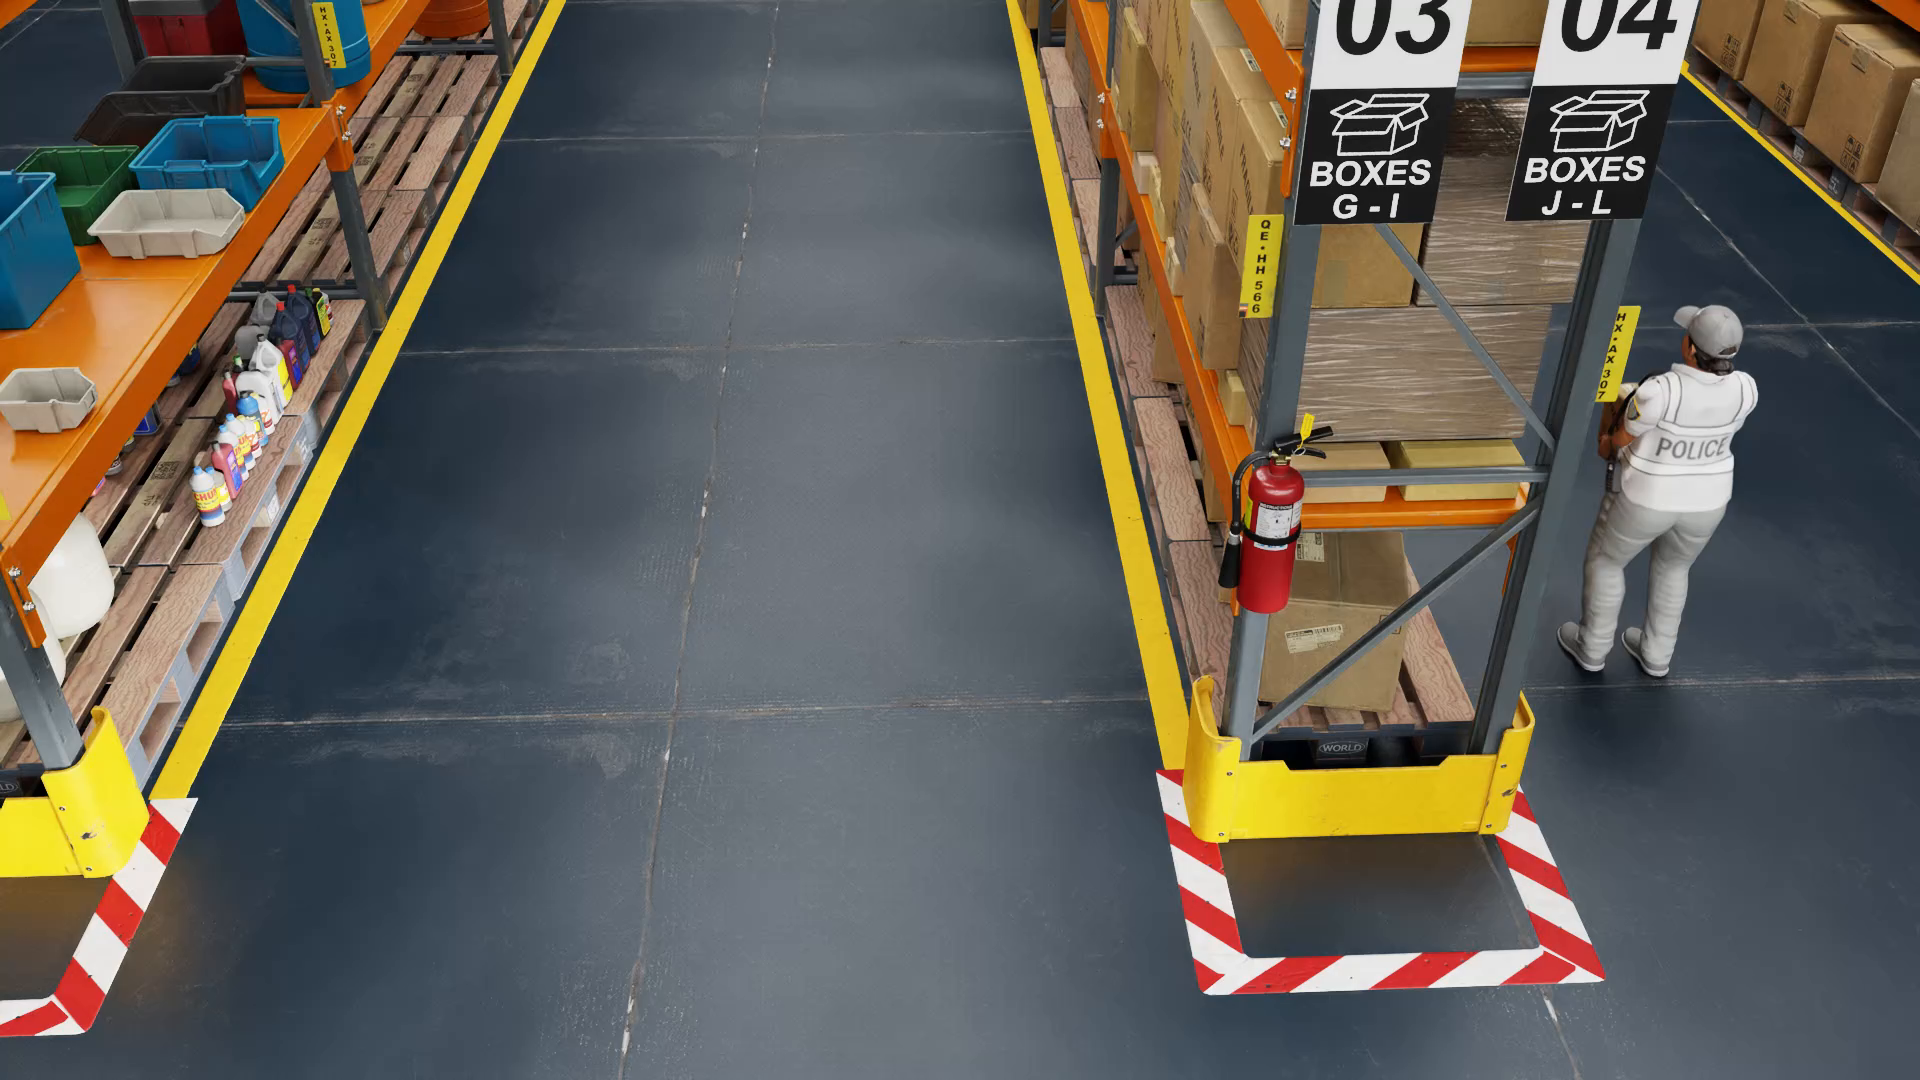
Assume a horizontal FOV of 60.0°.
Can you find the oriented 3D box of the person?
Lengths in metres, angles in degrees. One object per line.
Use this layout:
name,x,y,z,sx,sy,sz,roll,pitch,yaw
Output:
person,2.693,-0.207,6.443,0.456,1.658,0.535,-2,36,-3
